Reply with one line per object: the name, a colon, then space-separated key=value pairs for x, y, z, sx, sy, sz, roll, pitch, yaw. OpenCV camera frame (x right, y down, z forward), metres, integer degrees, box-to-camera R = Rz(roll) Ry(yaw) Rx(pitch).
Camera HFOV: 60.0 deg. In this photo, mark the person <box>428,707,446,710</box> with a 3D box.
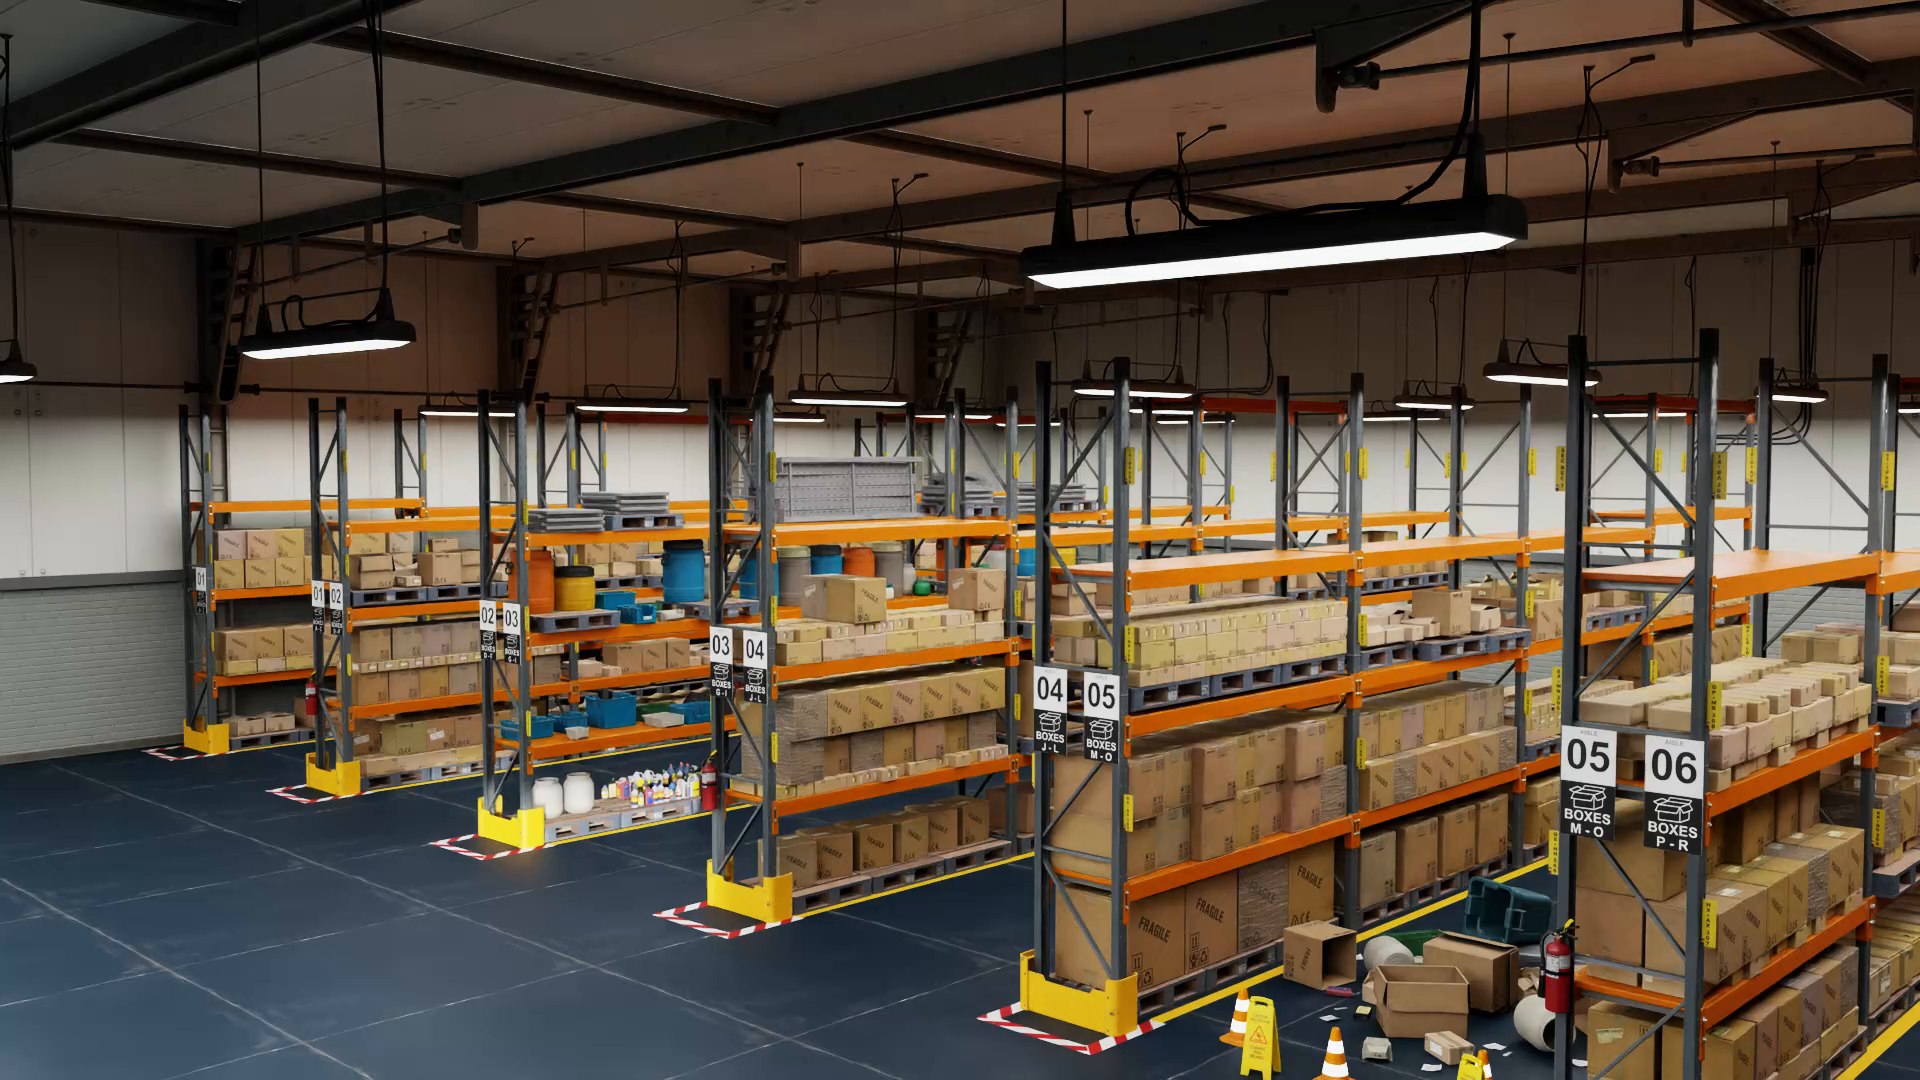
person: x=-9.232 y=2.821 z=29.360 sx=0.439 sy=1.545 sz=0.920 roll=1 pitch=3 yaw=15
